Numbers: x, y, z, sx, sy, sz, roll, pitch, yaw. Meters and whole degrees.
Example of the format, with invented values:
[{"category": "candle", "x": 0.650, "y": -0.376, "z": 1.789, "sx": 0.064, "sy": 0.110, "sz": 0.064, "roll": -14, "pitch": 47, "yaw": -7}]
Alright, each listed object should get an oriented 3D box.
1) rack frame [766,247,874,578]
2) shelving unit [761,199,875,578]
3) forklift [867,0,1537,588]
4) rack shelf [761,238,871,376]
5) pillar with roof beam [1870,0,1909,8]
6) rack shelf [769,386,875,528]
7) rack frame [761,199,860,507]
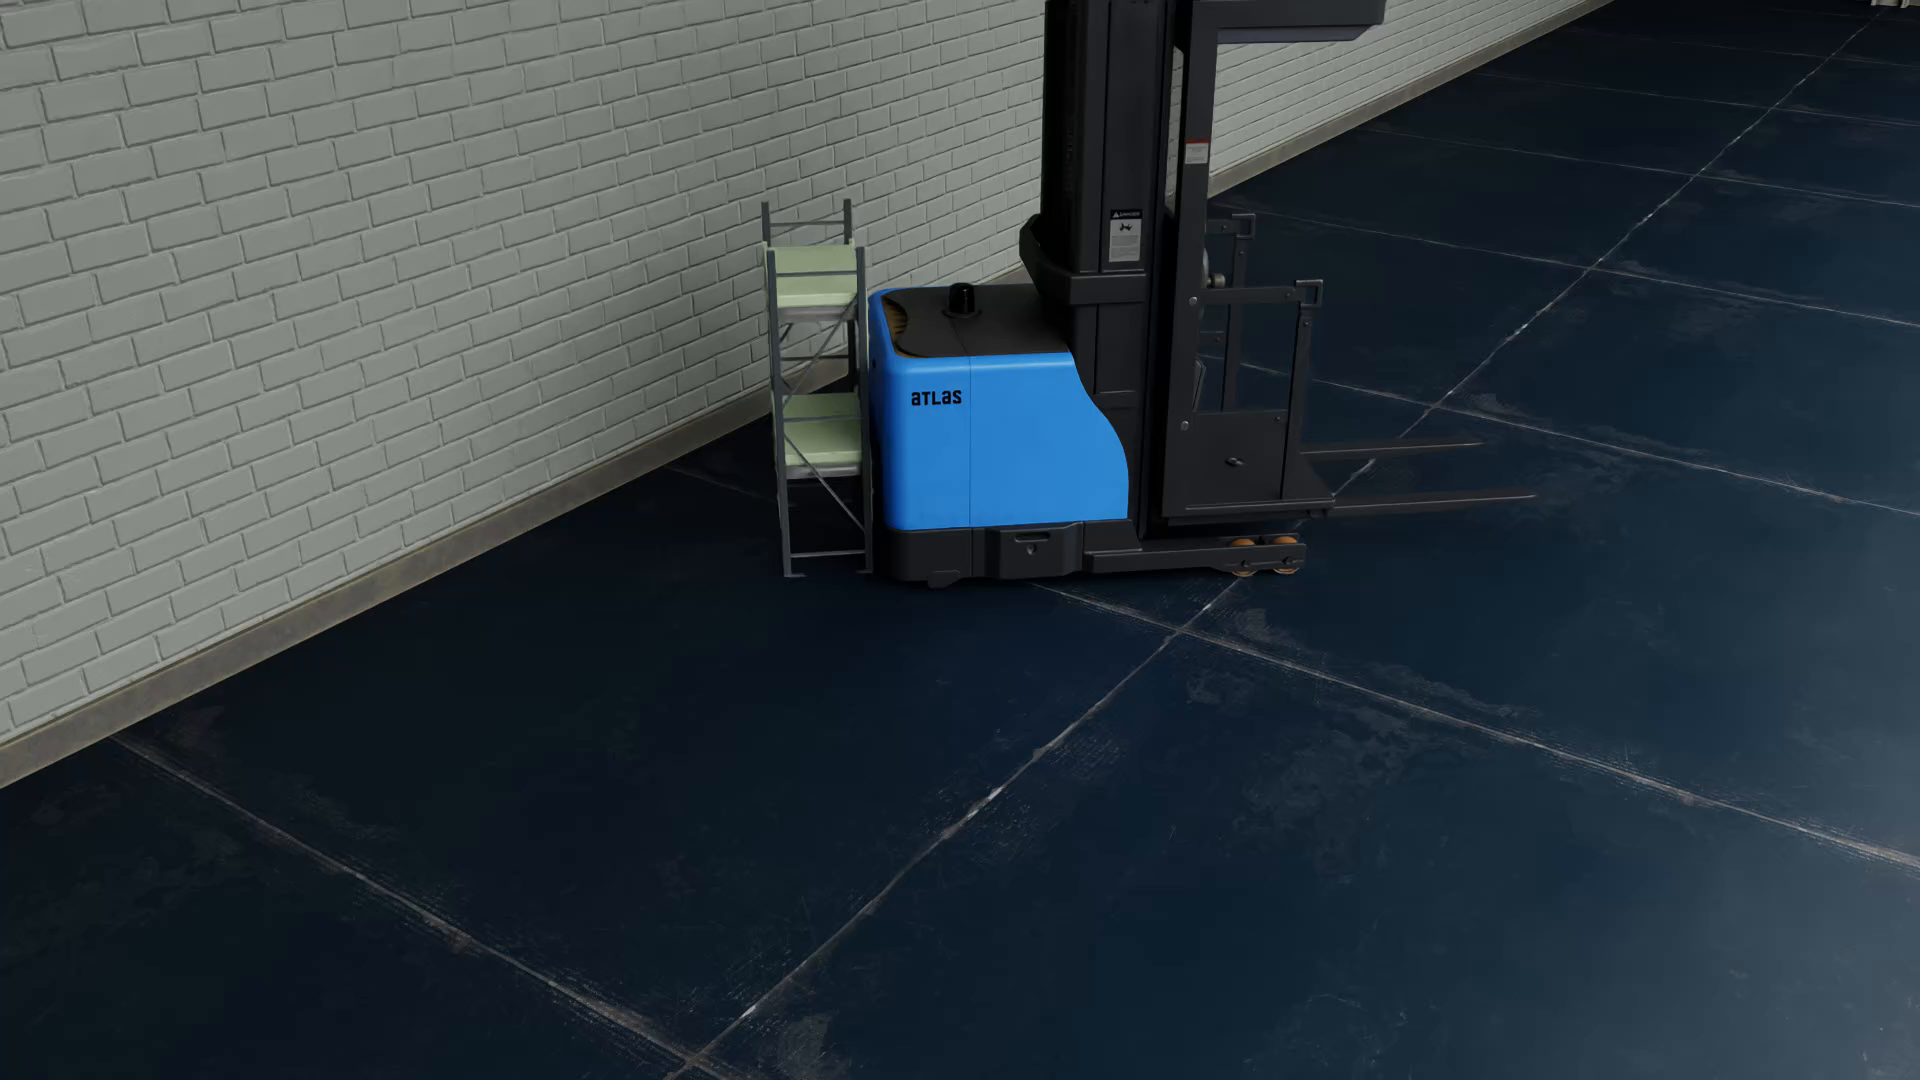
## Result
[{"category": "rack frame", "x": -0.588, "y": -0.515, "z": 7.109, "sx": 0.400, "sy": 1.500, "sz": 0.023, "roll": -4, "pitch": 27, "yaw": -7}, {"category": "shelving unit", "x": -0.637, "y": -0.680, "z": 7.432, "sx": 0.431, "sy": 1.500, "sz": 0.755, "roll": -4, "pitch": 27, "yaw": -7}, {"category": "forklift", "x": 1.115, "y": -1.377, "z": 7.224, "sx": 3.031, "sy": 2.935, "sz": 1.130, "roll": -3, "pitch": 27, "yaw": -6}, {"category": "rack shelf", "x": -0.637, "y": -1.028, "z": 7.255, "sx": 0.431, "sy": 0.370, "sz": 0.720, "roll": -4, "pitch": 27, "yaw": -7}, {"category": "pillar with roof beam", "x": 9.351, "y": -9.190, "z": 15.888, "sx": 0.400, "sy": 9.000, "sz": 9.100, "roll": 17, "pitch": 32, "yaw": 30}, {"category": "rack shelf", "x": -0.637, "y": -0.389, "z": 7.580, "sx": 0.431, "sy": 0.370, "sz": 0.720, "roll": -4, "pitch": 27, "yaw": -7}, {"category": "rack frame", "x": -0.686, "y": -0.844, "z": 7.756, "sx": 0.400, "sy": 1.500, "sz": 0.023, "roll": -4, "pitch": 27, "yaw": -7}]
